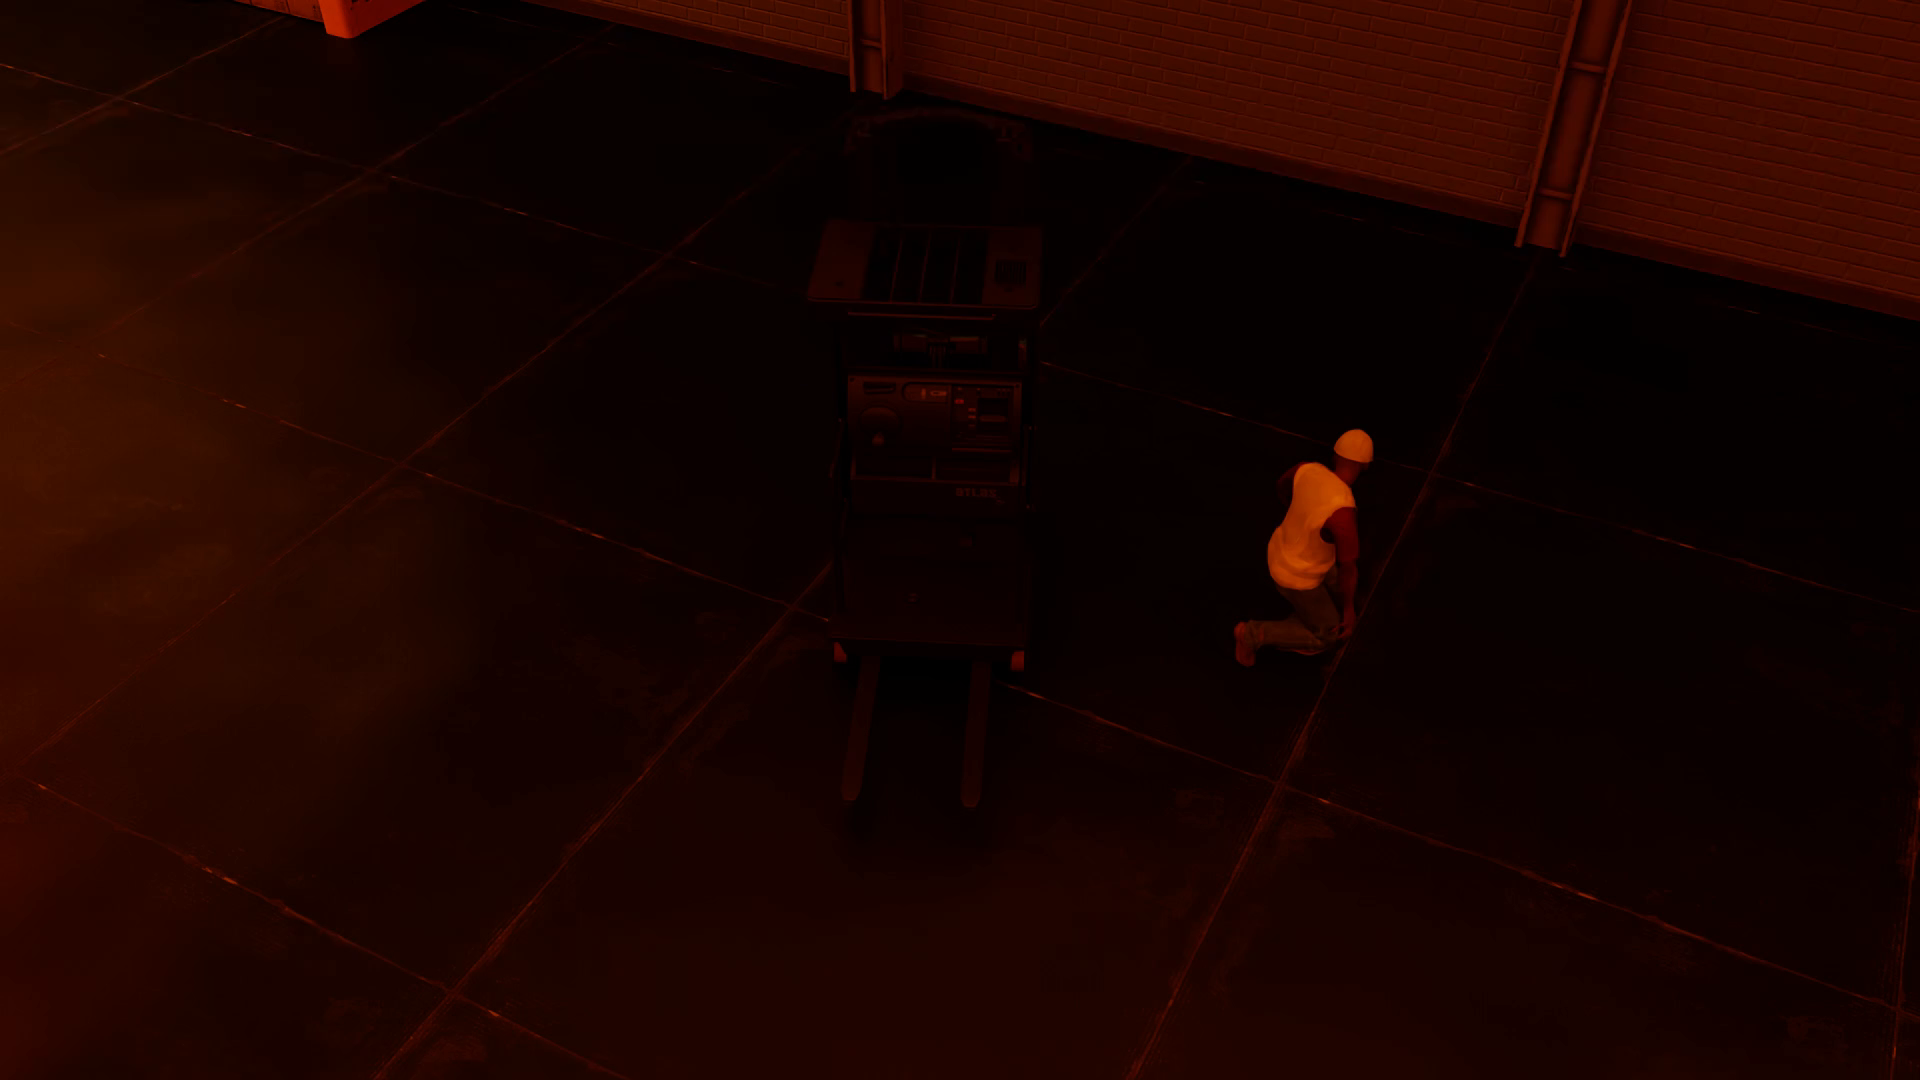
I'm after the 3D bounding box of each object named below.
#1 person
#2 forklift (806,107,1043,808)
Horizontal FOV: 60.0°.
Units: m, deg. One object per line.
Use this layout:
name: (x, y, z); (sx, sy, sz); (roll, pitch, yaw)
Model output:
person: (1.851, 0.093, 8.962); (0.647, 1.556, 0.873); (3, 40, 3)
forklift: (-0.149, -0.601, 8.700); (1.130, 2.935, 3.031); (3, 40, 3)
